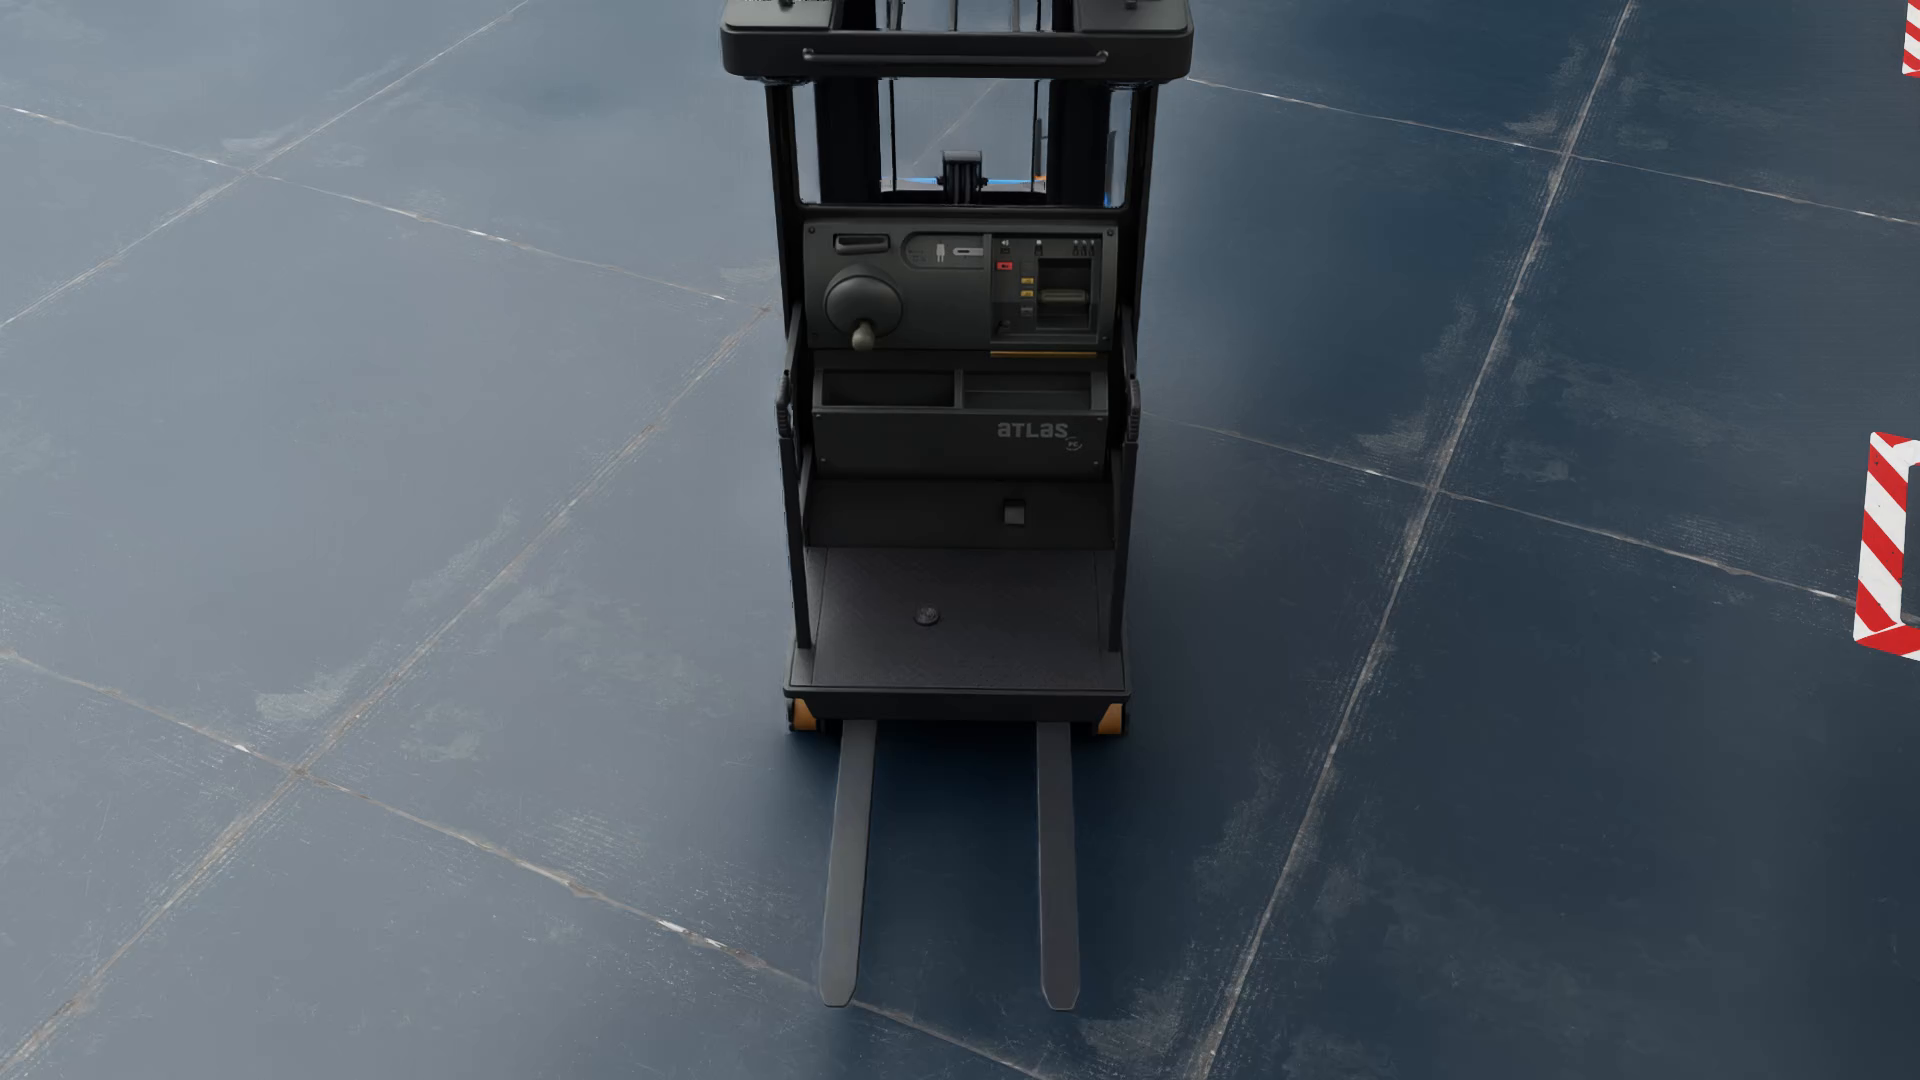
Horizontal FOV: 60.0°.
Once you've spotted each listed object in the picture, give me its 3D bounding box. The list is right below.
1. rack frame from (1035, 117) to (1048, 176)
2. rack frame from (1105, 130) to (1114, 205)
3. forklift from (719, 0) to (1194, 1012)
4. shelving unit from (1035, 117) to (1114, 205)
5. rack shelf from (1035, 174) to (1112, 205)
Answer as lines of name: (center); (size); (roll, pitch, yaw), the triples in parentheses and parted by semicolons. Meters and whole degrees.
rack frame: (0.400, -1.157, 6.668); (0.240, 1.200, 0.006); (-12, 42, -14)
rack frame: (0.458, -1.043, 6.537); (0.240, 1.200, 0.006); (-12, 42, -14)
forklift: (0.000, -0.674, 4.790); (1.130, 2.935, 3.031); (1, 41, 1)
shelving unit: (0.429, -1.100, 6.603); (0.258, 1.200, 0.189); (-12, 42, -14)
rack shelf: (0.429, -1.338, 6.396); (0.258, 0.103, 0.180); (-12, 42, -14)
